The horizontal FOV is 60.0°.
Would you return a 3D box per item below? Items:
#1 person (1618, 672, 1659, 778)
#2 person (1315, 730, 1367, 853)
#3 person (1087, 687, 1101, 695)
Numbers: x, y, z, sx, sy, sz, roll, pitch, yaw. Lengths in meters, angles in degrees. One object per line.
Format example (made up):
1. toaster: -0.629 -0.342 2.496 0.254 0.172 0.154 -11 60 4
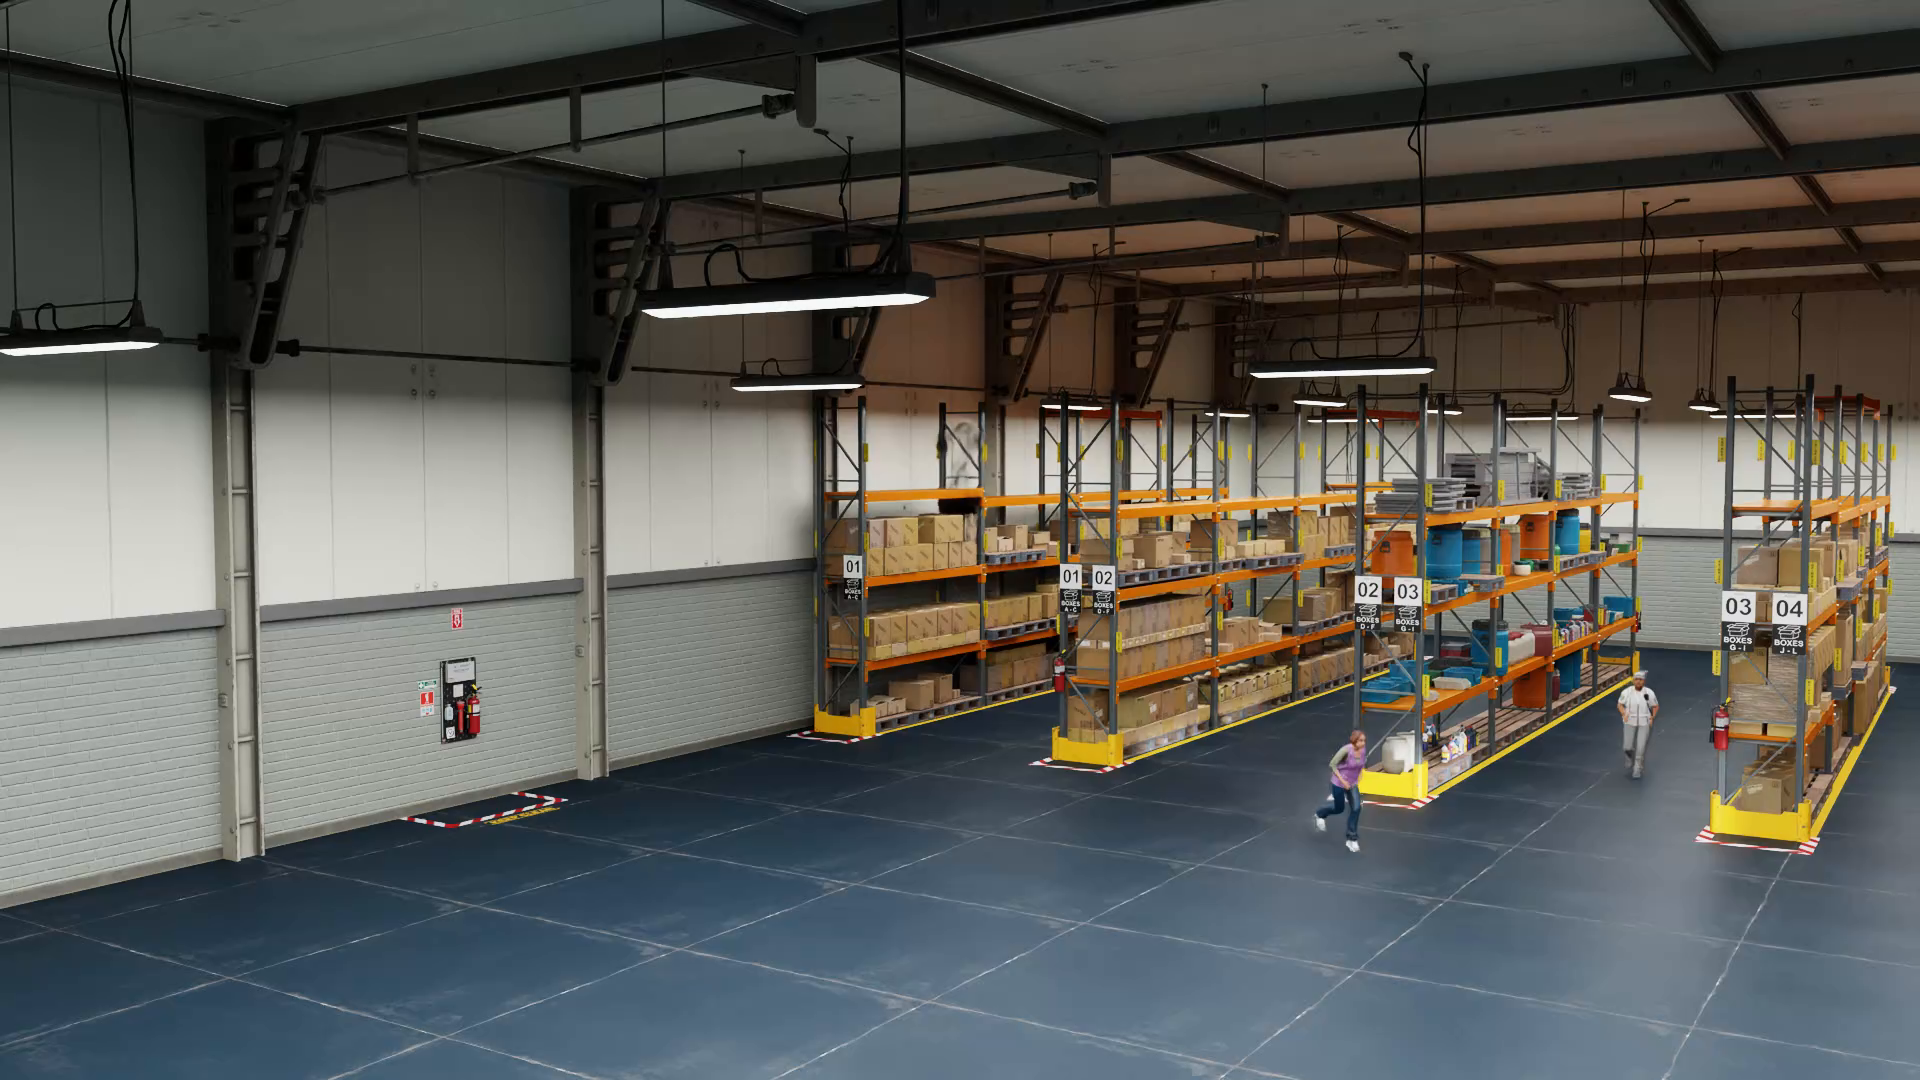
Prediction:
1. person: 10.484 2.842 25.712 0.595 1.622 0.560 1 3 22
2. person: 4.859 3.142 21.220 0.559 1.549 0.896 -2 3 -30
3. person: 2.654 2.470 32.702 0.616 1.660 0.541 2 3 27
